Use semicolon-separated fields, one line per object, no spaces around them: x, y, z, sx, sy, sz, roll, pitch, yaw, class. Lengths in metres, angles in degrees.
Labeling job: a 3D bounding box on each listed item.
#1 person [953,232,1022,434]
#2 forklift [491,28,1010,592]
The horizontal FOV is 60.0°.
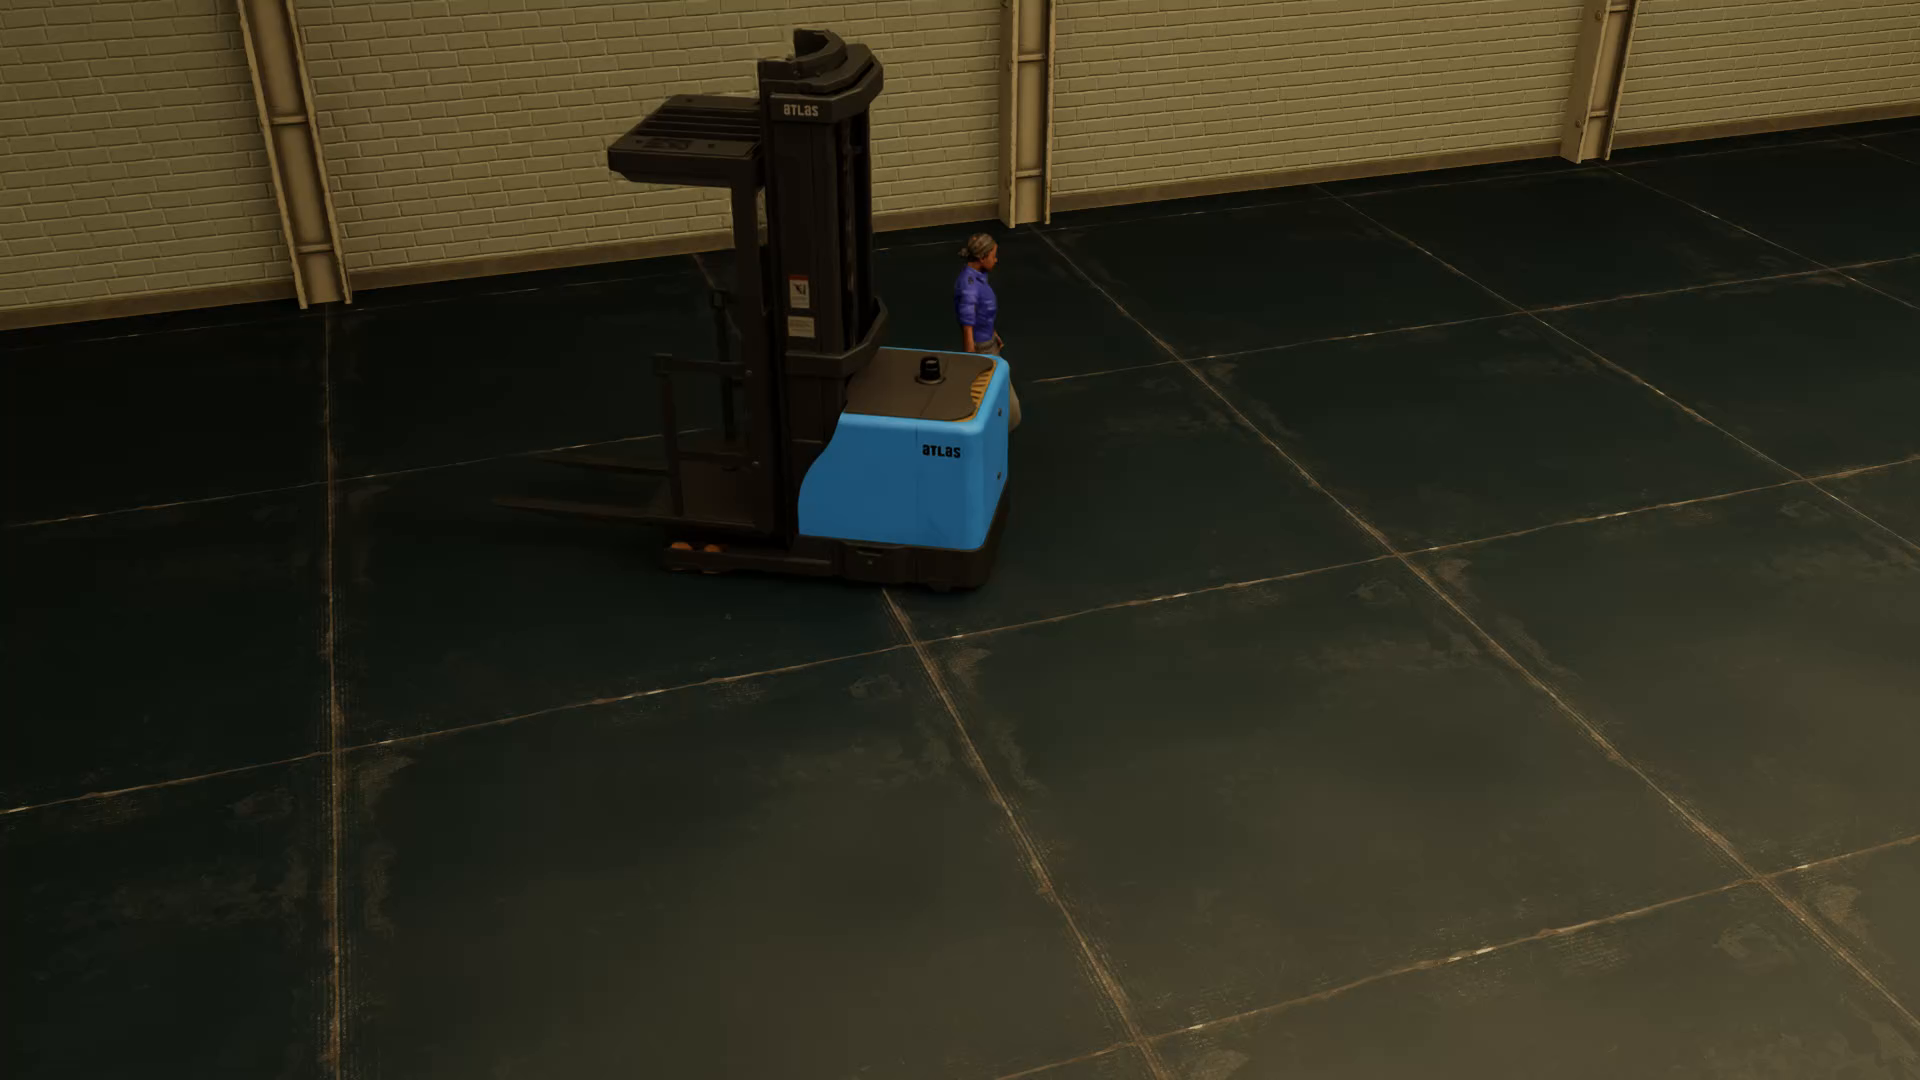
0.139;-1.168;10.520;0.521;1.567;0.836;1;30;2;person
-1.266;-1.324;9.388;3.031;2.935;1.130;5;30;9;forklift
